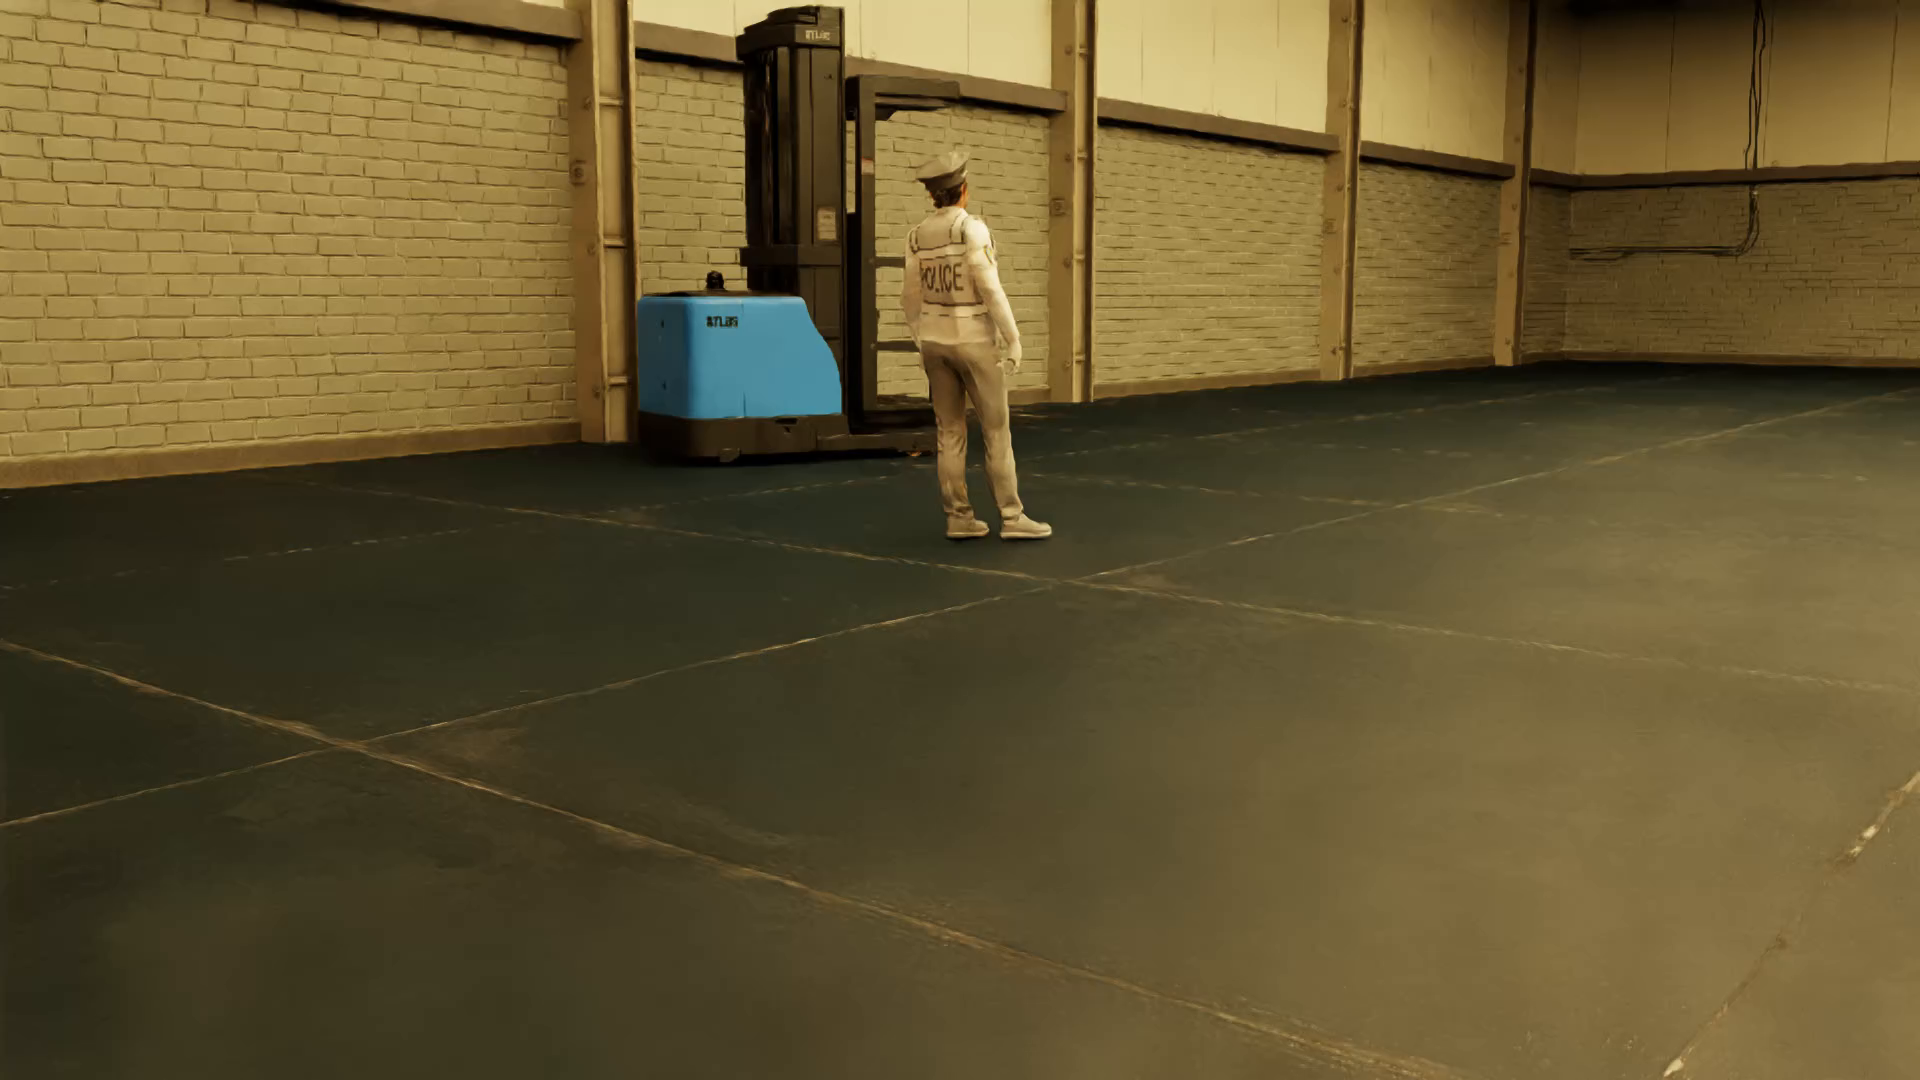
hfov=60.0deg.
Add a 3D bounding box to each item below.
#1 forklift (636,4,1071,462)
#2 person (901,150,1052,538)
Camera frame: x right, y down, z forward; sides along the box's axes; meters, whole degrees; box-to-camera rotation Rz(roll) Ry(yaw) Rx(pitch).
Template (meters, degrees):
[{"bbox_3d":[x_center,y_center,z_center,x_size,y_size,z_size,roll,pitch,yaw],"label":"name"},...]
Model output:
[{"bbox_3d":[-0.659,-2.077,11.477,3.031,2.935,1.130,-5,10,-31],"label":"forklift"},{"bbox_3d":[0.048,-0.853,7.329,0.586,1.695,0.533,7,11,38],"label":"person"}]
